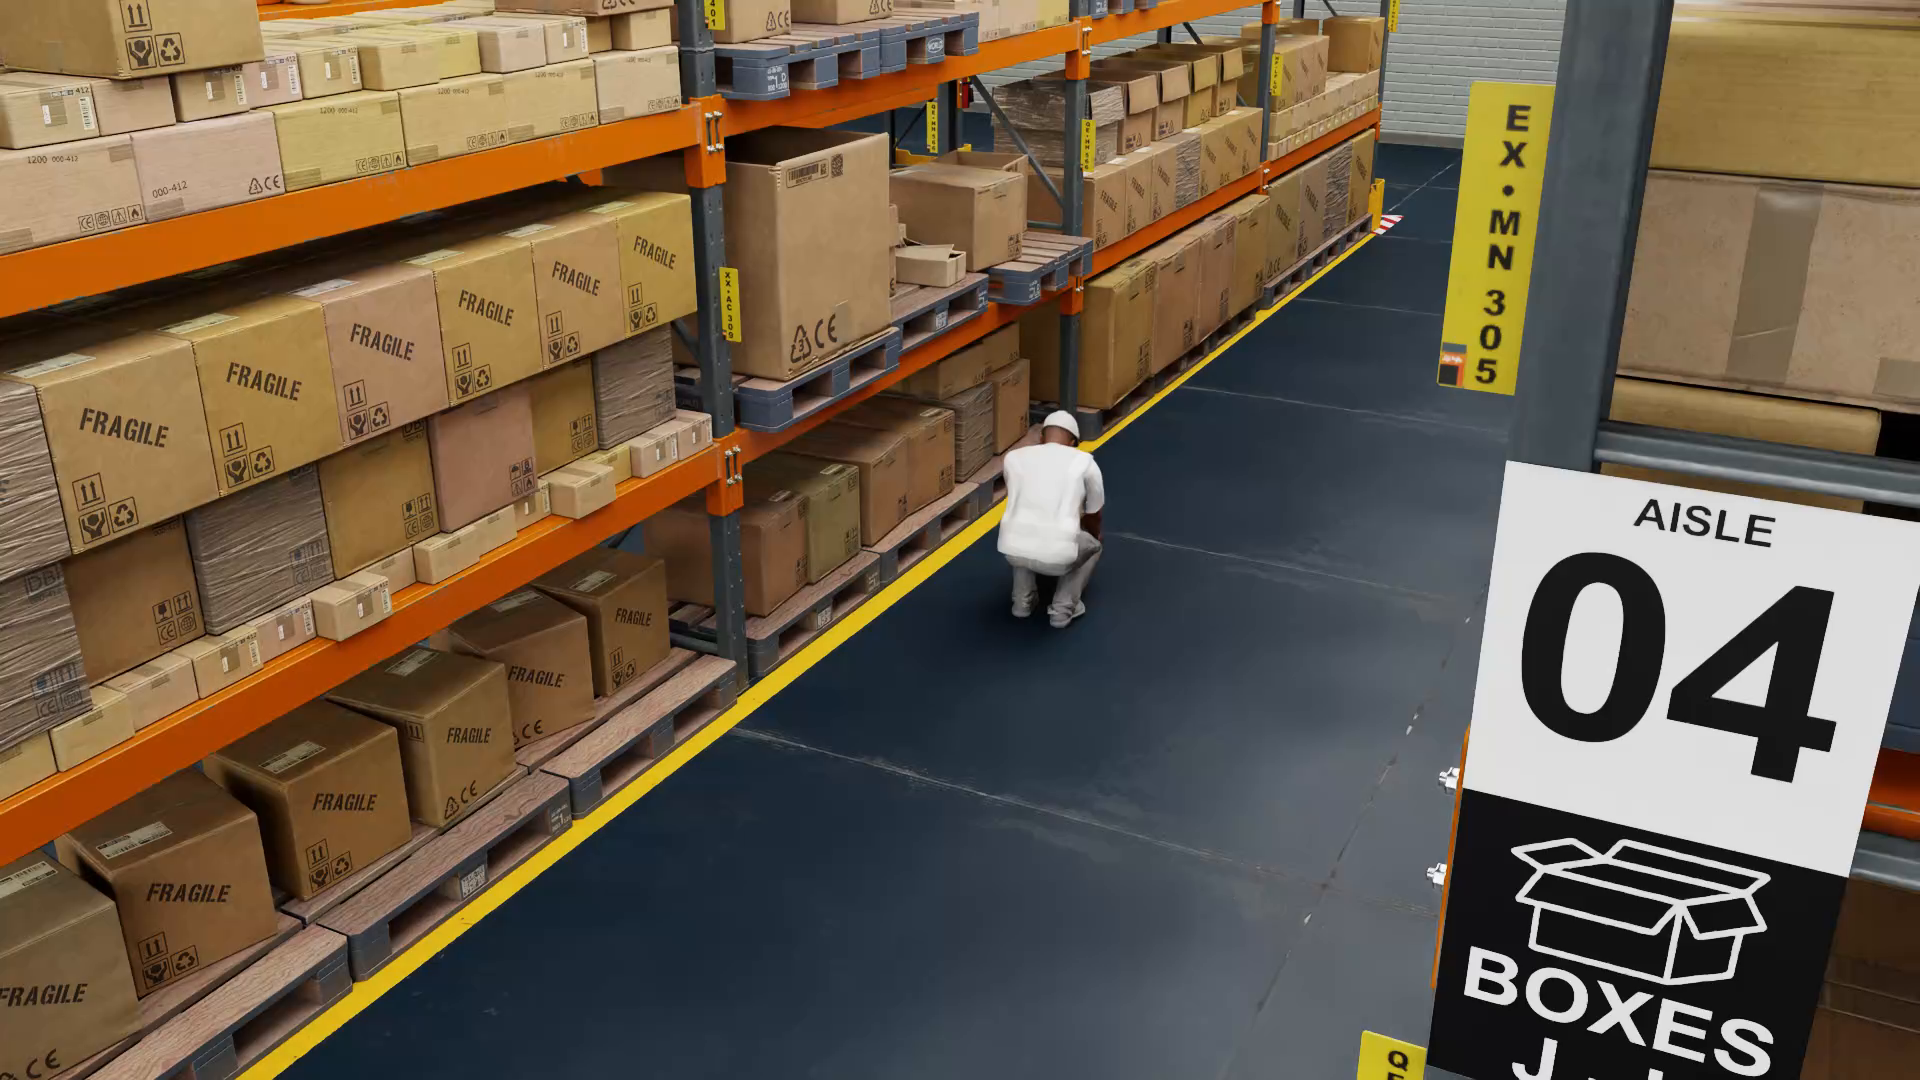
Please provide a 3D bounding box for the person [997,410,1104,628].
[{"bbox_3d":[0.467,-0.123,8.849,0.550,1.016,0.894,9,24,20],"label":"person"}]
